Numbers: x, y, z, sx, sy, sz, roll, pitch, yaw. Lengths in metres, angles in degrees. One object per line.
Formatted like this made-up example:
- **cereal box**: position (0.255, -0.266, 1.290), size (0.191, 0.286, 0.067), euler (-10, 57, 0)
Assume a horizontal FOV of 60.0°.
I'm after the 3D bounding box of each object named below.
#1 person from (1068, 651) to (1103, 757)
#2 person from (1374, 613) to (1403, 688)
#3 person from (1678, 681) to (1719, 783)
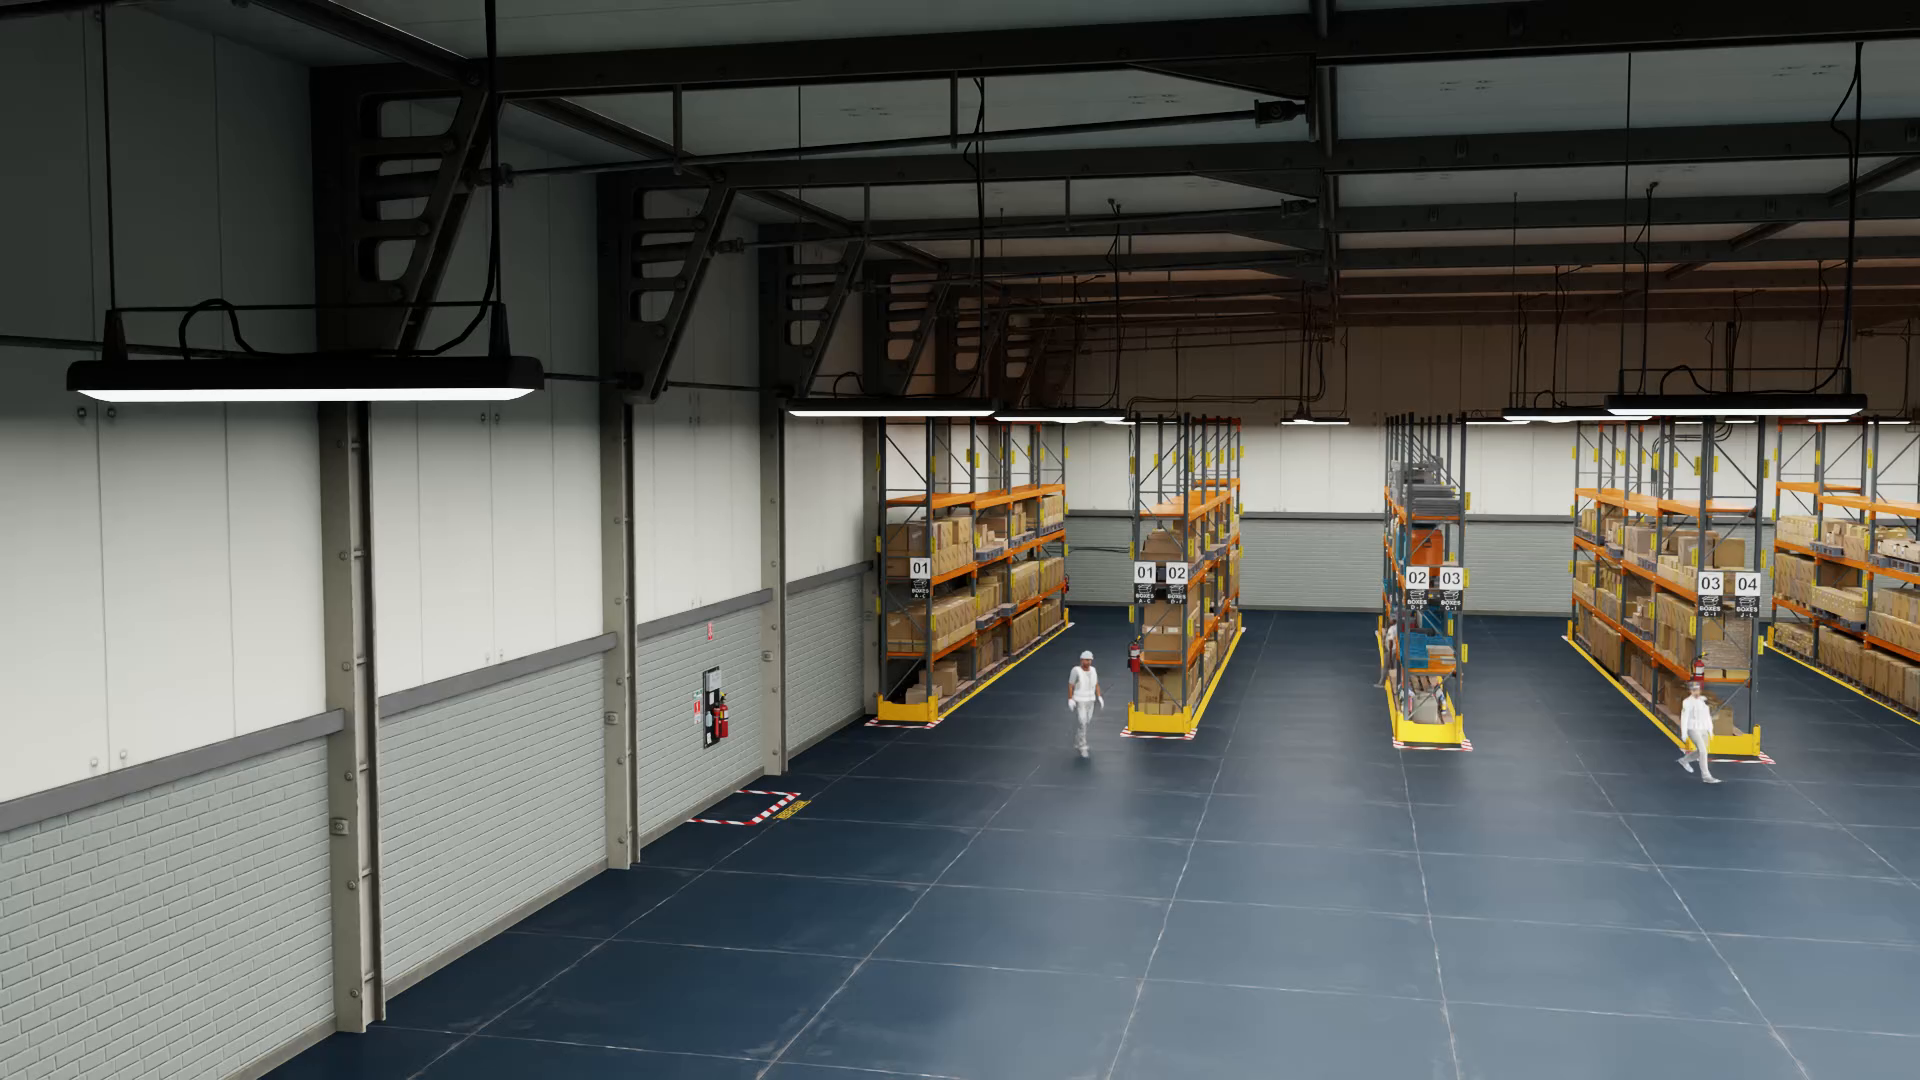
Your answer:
- **person**: position (2.217, 2.873, 29.271), size (0.576, 1.838, 0.642), euler (-3, 5, -38)
- **person**: position (9.312, 2.392, 35.724), size (0.454, 1.634, 0.914), euler (-1, 4, -14)
- **person**: position (11.963, 3.082, 26.952), size (0.481, 1.617, 0.857), euler (-2, 4, -25)
